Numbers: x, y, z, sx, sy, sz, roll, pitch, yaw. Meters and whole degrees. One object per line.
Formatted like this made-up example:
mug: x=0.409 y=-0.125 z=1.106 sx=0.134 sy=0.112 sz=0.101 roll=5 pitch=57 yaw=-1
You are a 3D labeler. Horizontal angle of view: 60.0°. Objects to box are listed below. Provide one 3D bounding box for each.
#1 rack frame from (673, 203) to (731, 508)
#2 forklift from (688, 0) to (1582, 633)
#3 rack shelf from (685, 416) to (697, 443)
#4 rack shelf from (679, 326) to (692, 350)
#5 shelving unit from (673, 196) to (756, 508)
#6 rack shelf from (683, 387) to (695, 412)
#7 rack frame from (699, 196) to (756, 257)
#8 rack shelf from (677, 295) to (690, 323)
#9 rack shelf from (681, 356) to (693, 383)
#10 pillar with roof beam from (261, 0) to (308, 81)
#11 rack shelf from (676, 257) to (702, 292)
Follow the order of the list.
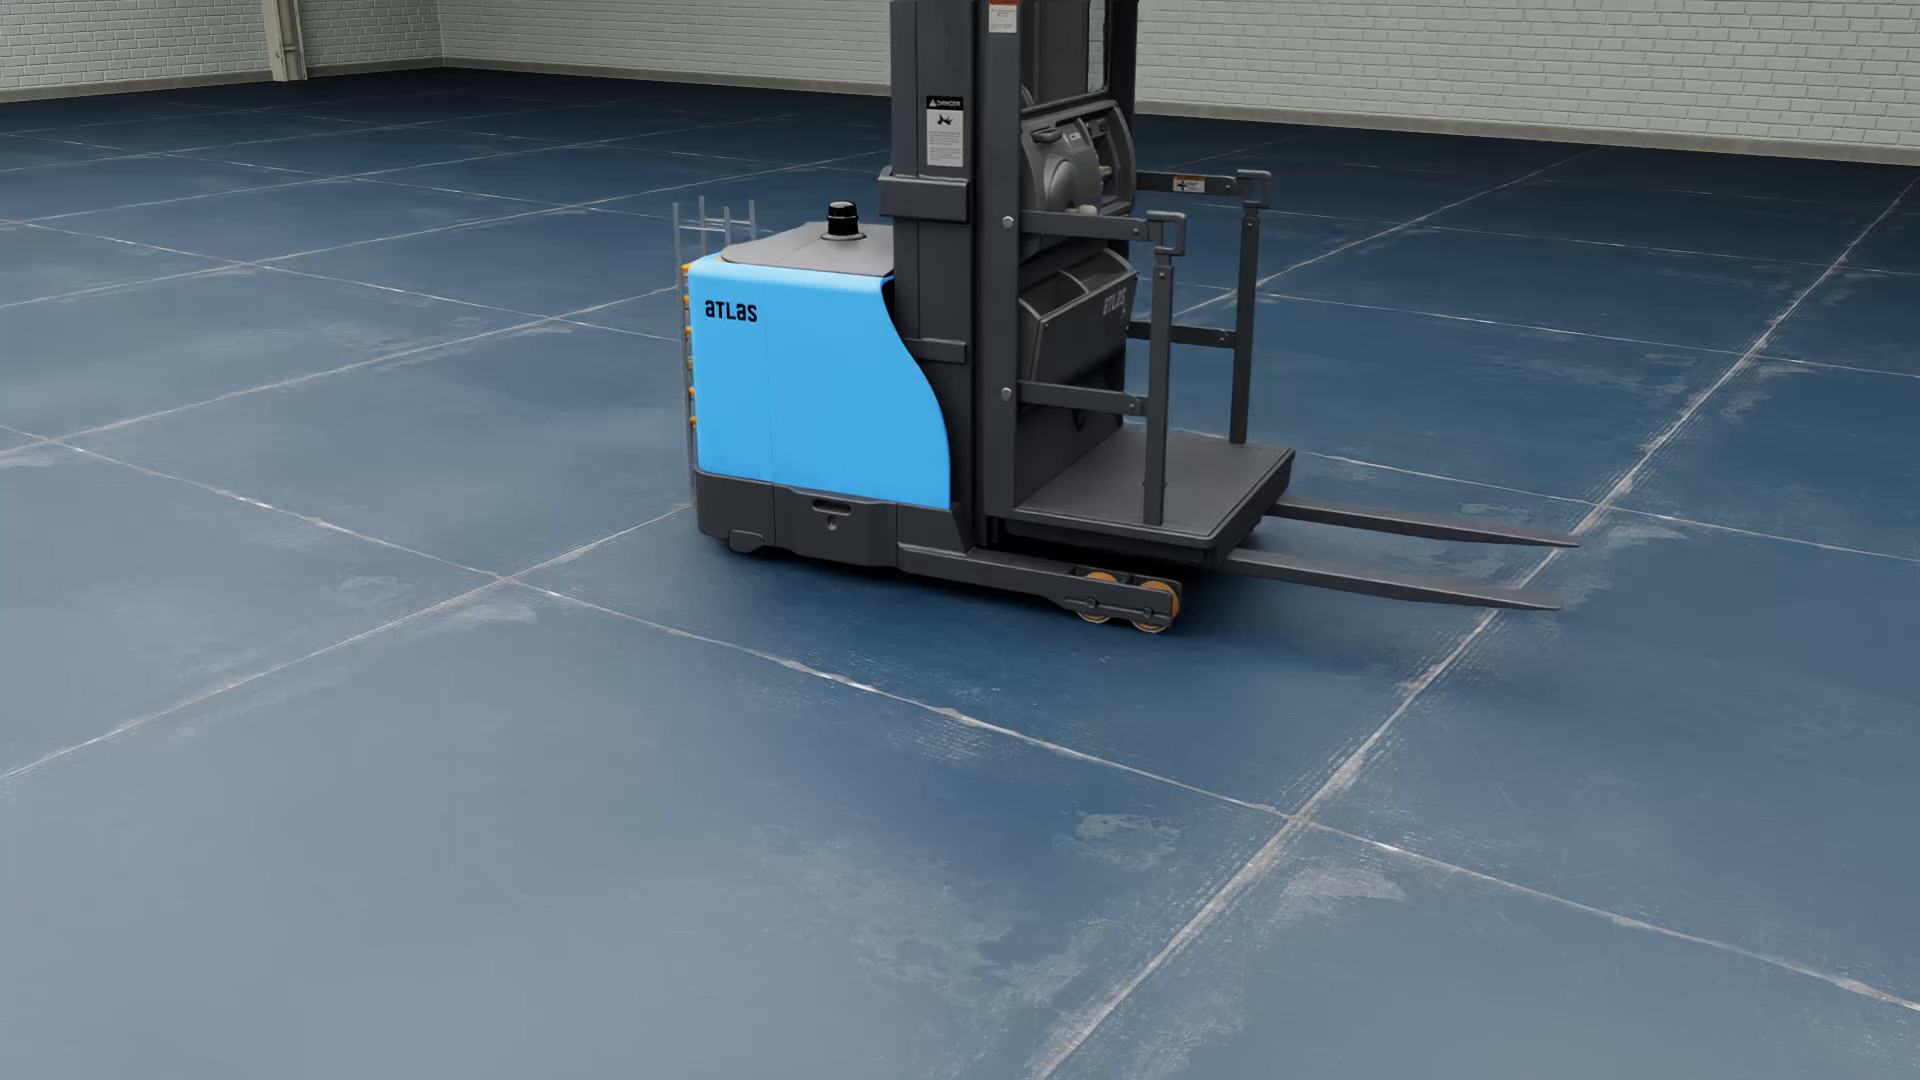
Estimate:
rack frame: x=-0.959 y=-0.677 z=6.366 sx=0.240 sy=1.200 sz=0.006 roll=9 pitch=22 yaw=22
forklift: x=0.588 y=-1.281 z=5.502 sx=3.031 sy=2.935 sz=1.130 roll=9 pitch=22 yaw=23
rack shelf: x=-0.923 y=-0.440 z=6.544 sx=0.258 sy=0.103 sz=0.180 roll=9 pitch=22 yaw=22
rack shelf: x=-0.923 y=-0.777 z=6.419 sx=0.258 sy=0.103 sz=0.180 roll=9 pitch=22 yaw=22
shelving unit: x=-0.923 y=-0.706 z=6.445 sx=0.258 sy=1.200 sz=0.189 roll=9 pitch=22 yaw=22
rack shelf: x=-0.923 y=-0.552 z=6.502 sx=0.258 sy=0.103 sz=0.180 roll=9 pitch=22 yaw=22
rack frame: x=-0.887 y=-0.735 z=6.524 sx=0.240 sy=1.200 sz=0.006 roll=9 pitch=22 yaw=22
rack shelf: x=-0.923 y=-0.890 z=6.377 sx=0.258 sy=0.103 sz=0.180 roll=9 pitch=22 yaw=22
rack shelf: x=-0.923 y=-0.665 z=6.460 sx=0.258 sy=0.103 sz=0.180 roll=9 pitch=22 yaw=22
pillar with roof beam: x=-6.455 y=-10.258 z=21.027 sx=9.100 sy=9.000 sz=0.400 roll=13 pitch=24 yaw=32
rack shelf: x=-0.923 y=-1.002 z=6.336 sx=0.258 sy=0.103 sz=0.180 roll=9 pitch=22 yaw=22
